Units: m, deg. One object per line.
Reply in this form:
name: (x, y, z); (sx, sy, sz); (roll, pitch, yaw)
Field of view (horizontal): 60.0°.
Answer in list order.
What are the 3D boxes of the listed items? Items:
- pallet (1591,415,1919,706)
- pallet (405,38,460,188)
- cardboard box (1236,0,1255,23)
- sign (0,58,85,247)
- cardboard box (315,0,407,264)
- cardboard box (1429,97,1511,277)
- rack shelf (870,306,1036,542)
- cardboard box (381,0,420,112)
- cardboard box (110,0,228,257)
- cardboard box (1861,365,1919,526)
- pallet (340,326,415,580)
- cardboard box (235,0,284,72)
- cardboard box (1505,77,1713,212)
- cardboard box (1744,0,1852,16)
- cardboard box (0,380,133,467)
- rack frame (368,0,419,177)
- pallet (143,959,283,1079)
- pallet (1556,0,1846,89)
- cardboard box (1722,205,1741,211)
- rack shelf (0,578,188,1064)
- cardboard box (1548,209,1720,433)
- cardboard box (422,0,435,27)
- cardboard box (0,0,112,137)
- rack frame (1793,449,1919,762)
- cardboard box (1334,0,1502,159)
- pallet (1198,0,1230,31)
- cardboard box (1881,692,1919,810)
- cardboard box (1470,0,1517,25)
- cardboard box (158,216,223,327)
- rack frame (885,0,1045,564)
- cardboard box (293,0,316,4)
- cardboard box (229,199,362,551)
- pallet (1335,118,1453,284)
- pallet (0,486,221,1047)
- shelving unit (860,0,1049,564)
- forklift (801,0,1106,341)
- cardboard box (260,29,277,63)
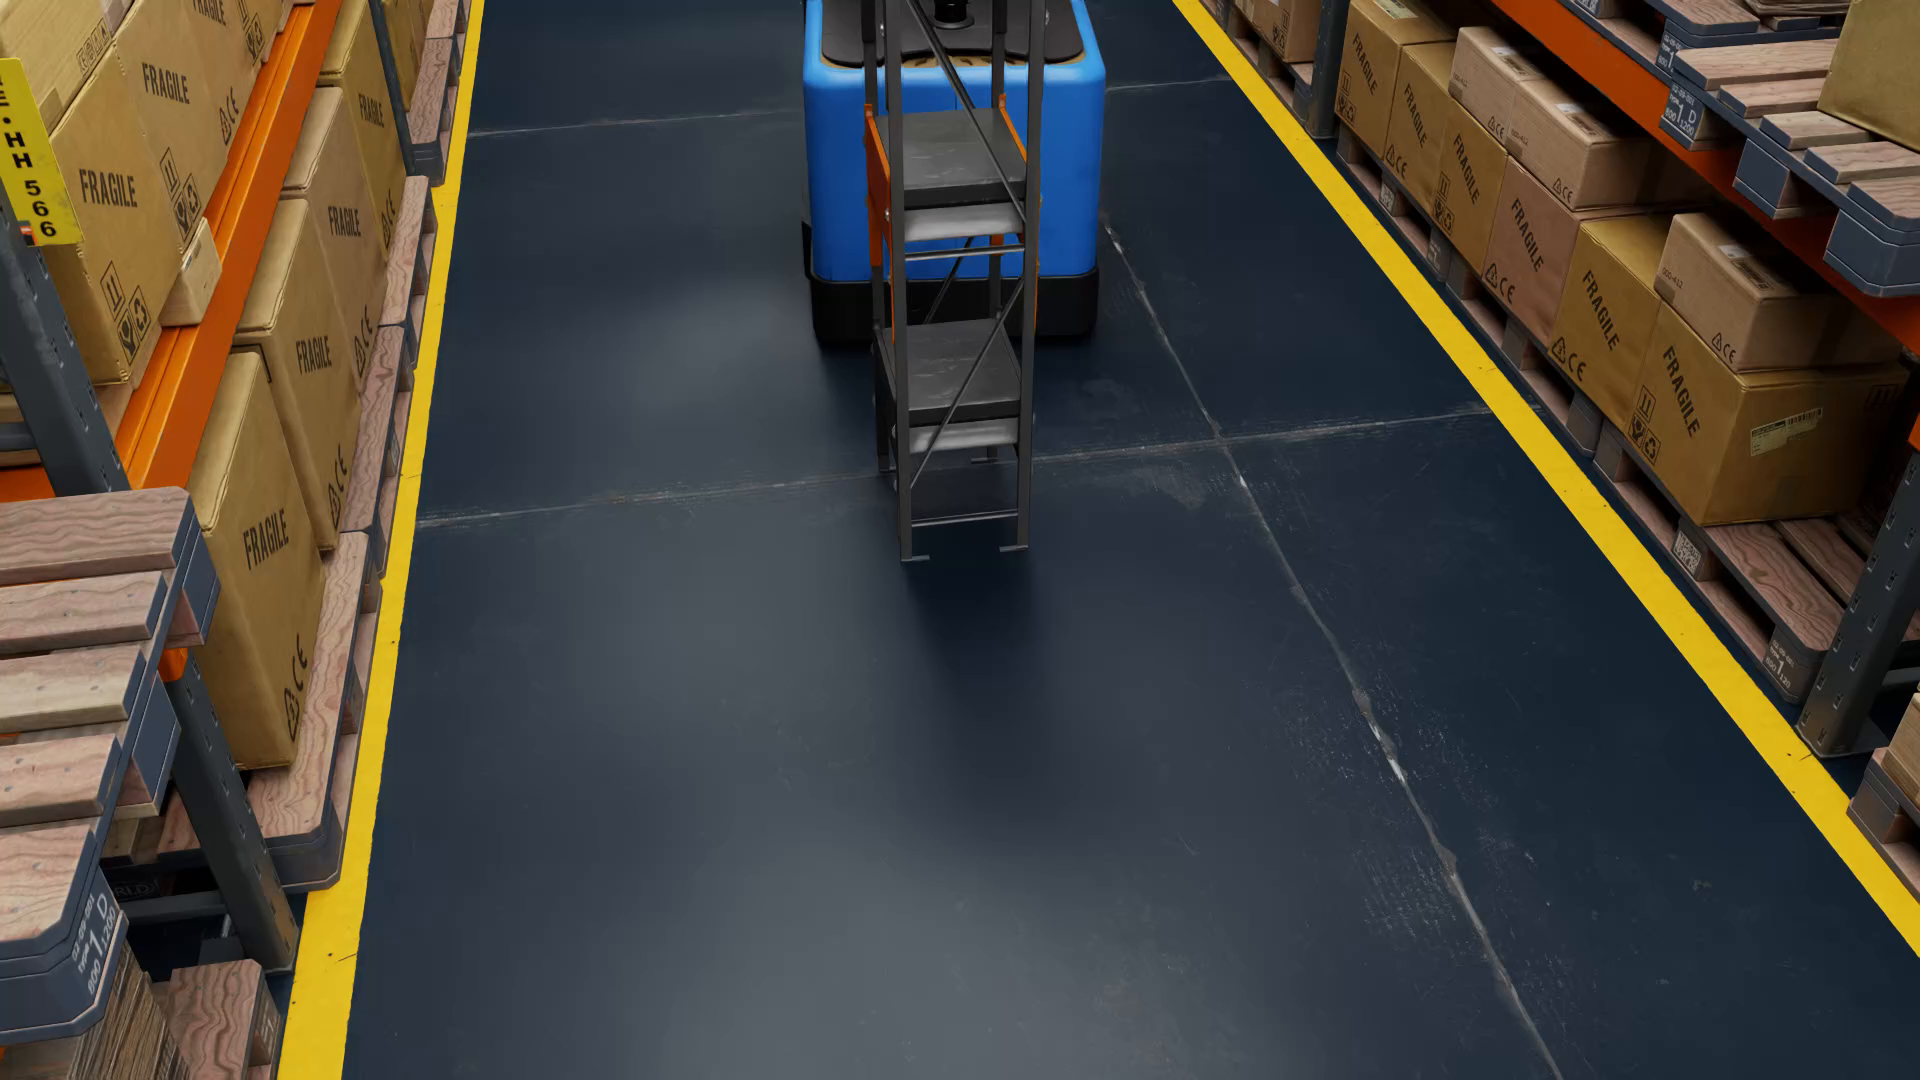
pallet: (2.703, -0.033, 5.120); (1.003, 0.211, 1.213); (-6, 38, -8)
pallet: (-2.838, -1.926, 7.558); (1.003, 0.211, 1.213); (-6, 38, -8)
cardboard box: (1.591, -2.677, 8.215); (0.380, 0.149, 0.250); (-6, 38, -8)
sign: (-1.548, -0.634, 2.742); (0.100, 0.325, 0.005); (-6, 38, -8)
cardboard box: (-2.539, -1.498, 6.143); (0.750, 0.750, 0.750); (-6, 38, -7)
cardboard box: (2.124, -1.340, 6.208); (0.500, 0.500, 0.500); (-6, 38, -7)
rack shelf: (-0.029, -0.366, 5.172); (0.431, 0.518, 0.480); (-6, 38, -8)
cardboard box: (-2.812, -2.201, 7.334); (0.700, 0.500, 0.500); (-6, 38, -7)
cardboard box: (-1.996, -0.947, 3.684); (0.500, 0.500, 0.500); (-5, 38, -6)
cardboard box: (2.998, -0.171, 4.704); (0.500, 0.500, 0.500); (-5, 38, -6)
pallet: (-2.355, -0.262, 5.416); (1.003, 0.211, 1.213); (-6, 38, -8)
cardboard box: (-2.181, -1.561, 4.473); (0.500, 0.500, 0.500); (-5, 38, -7)
cardboard box: (2.204, -1.352, 5.614); (0.500, 0.250, 0.500); (-7, 38, -9)
cardboard box: (2.602, -1.826, 4.731); (0.700, 0.500, 0.500); (0, 38, 1)
cardboard box: (-1.910, -0.276, 3.349); (0.380, 0.149, 0.250); (-7, 38, -9)
rack frame: (-2.781, -2.560, 6.100); (1.000, 3.000, 0.127); (-6, 38, -8)
pallet: (-1.945, 1.429, 3.238); (1.003, 0.211, 1.213); (-6, 38, -8)
pallet: (2.451, -1.777, 5.249); (1.003, 0.211, 1.213); (-6, 38, -8)
cardboard box: (2.817, -0.790, 5.501); (0.500, 0.500, 0.500); (-7, 38, -9)
rack shelf: (-1.730, 1.348, 1.656); (1.077, 0.370, 4.000); (-6, 38, -8)
cardboard box: (2.311, -0.718, 5.408); (0.500, 0.500, 0.500); (-8, 38, -10)
cardboard box: (-2.984, -2.815, 8.124); (0.700, 0.500, 0.500); (-5, 38, -7)
cardboard box: (-1.911, -0.924, 3.043); (0.500, 0.250, 0.500); (-5, 38, -7)
rack frame: (2.796, -0.679, 3.679); (1.000, 3.000, 0.127); (-6, 38, -8)
cardboard box: (1.940, -1.963, 7.011); (0.500, 0.500, 0.500); (-8, 39, -10)
pallet: (1.758, -3.147, 9.129); (1.003, 0.211, 1.213); (-6, 38, -8)
cardboard box: (2.599, 0.589, 3.946); (0.500, 0.250, 0.500); (-6, 38, -8)
cardboard box: (2.464, -2.014, 7.077); (0.500, 0.500, 0.500); (-6, 38, -8)
cardboard box: (-1.909, -0.599, 3.765); (0.380, 0.149, 0.250); (-5, 38, -7)
rack frame: (0.014, -0.782, 4.545); (0.400, 2.100, 0.015); (-6, 38, -8)
cardboard box: (-2.271, -1.830, 5.350); (0.380, 0.149, 0.250); (-6, 38, -8)
cardboard box: (-2.227, -0.449, 4.793); (0.750, 0.750, 0.750); (-6, 38, -8)
pallet: (2.275, -1.507, 7.017); (1.003, 0.211, 1.213); (-6, 38, -8)
pallet: (-1.850, 0.351, 2.510); (1.213, 0.211, 1.003); (-6, 38, -8)
shelving unit: (-0.029, -0.929, 4.735); (0.431, 2.100, 0.503); (-6, 38, -8)
forklift: (-0.093, -2.766, 6.421); (1.130, 2.935, 3.031); (-2, 38, -2)
cardboard box: (-2.264, -1.523, 4.954); (0.380, 0.149, 0.250); (-7, 38, -9)
